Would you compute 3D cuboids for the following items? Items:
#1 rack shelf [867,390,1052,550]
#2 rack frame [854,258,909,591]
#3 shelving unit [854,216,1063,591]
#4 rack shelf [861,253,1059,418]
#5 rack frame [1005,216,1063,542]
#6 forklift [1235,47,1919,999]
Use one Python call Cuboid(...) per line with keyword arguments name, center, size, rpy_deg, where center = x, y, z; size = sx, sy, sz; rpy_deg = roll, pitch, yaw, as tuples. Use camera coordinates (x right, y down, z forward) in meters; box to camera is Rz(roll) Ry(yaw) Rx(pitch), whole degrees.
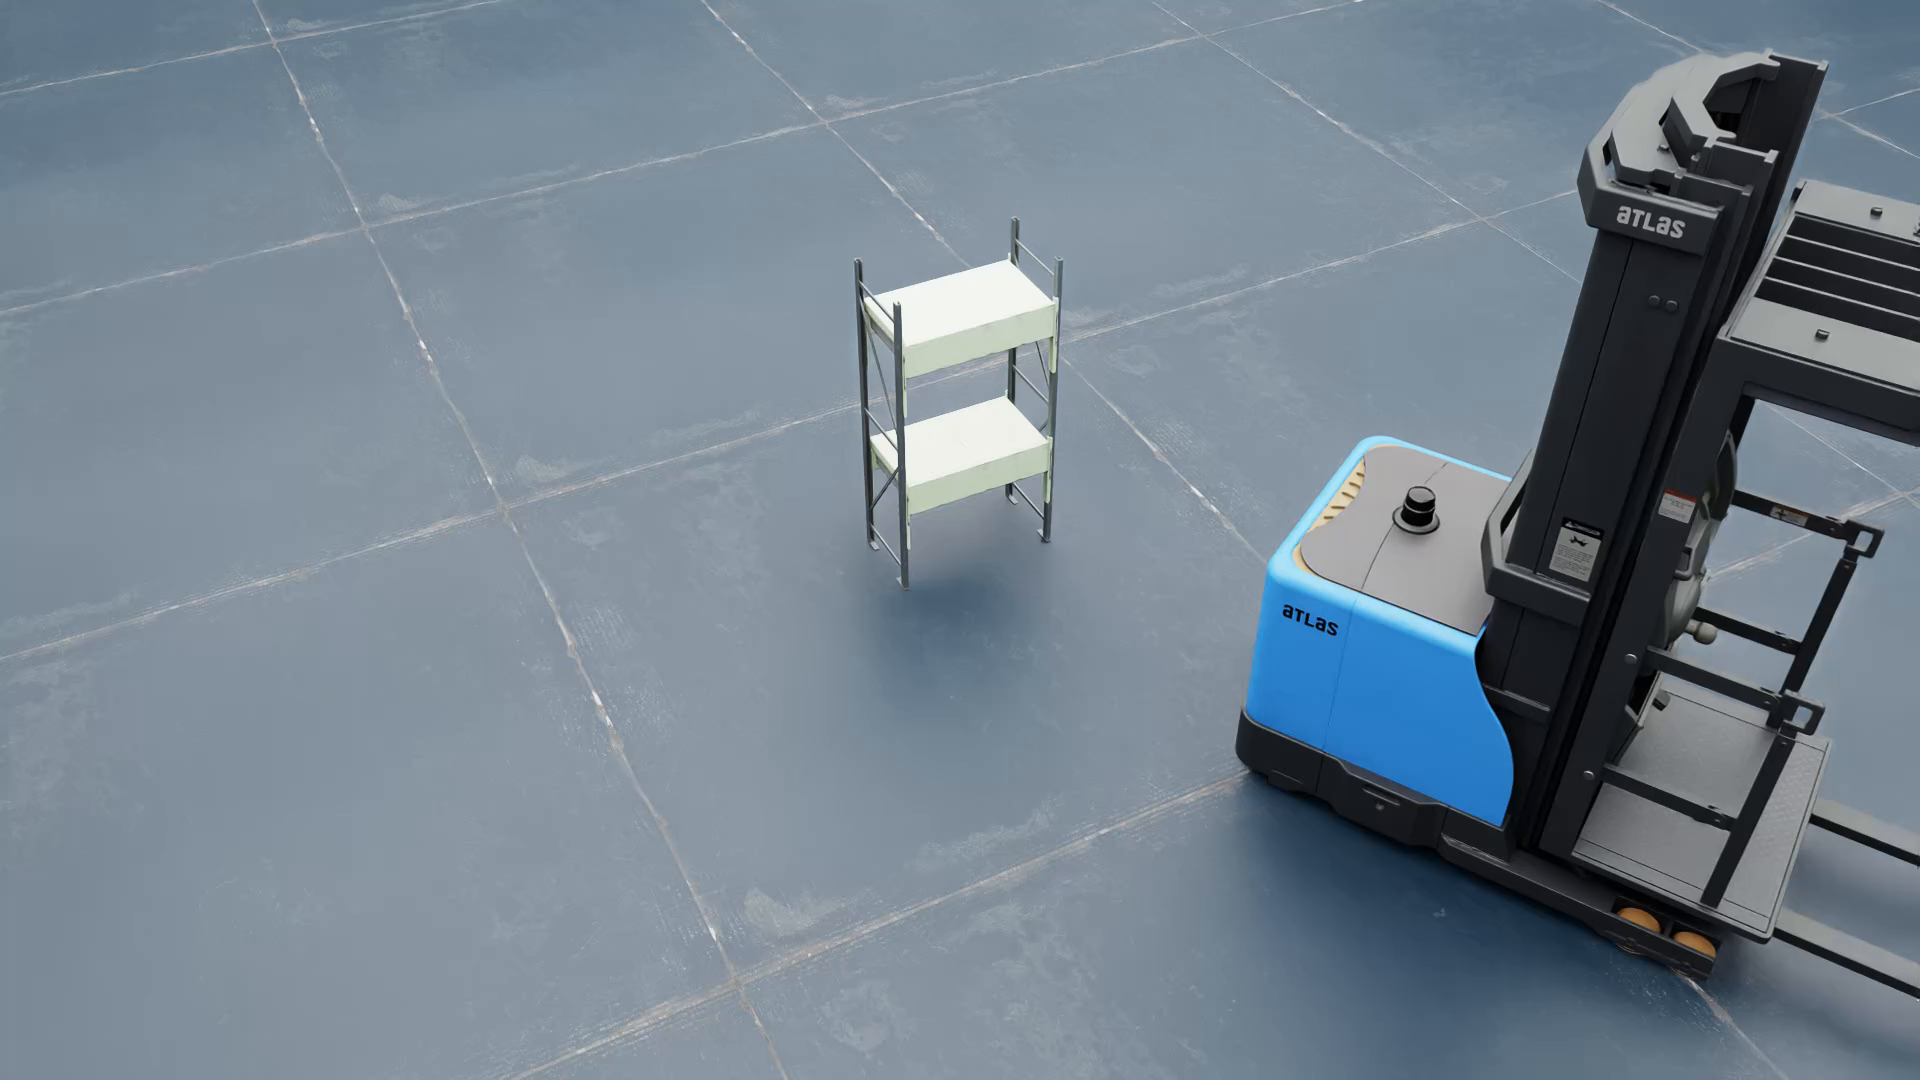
Cuboid(name="rack shelf", center=(-0.006, -0.322, 7.463), size=(0.720, 0.370, 0.431), rpy_deg=(-19, 44, -21))
Cuboid(name="rack frame", center=(-0.331, -0.461, 7.123), size=(0.023, 1.500, 0.400), rpy_deg=(-19, 44, -21))
Cuboid(name="shelving unit", center=(-0.006, -0.570, 7.252), size=(0.755, 1.500, 0.431), rpy_deg=(-19, 44, -21))
Cuboid(name="rack shelf", center=(-0.006, -0.868, 7.000), size=(0.720, 0.370, 0.431), rpy_deg=(-19, 44, -21))
Cuboid(name="rack frame", center=(0.319, -0.680, 7.381), size=(0.023, 1.500, 0.400), rpy_deg=(-19, 44, -21))
Cuboid(name="forklift", center=(2.616, 0.040, 5.423), size=(3.031, 2.935, 1.130), rpy_deg=(22, 45, 24))
